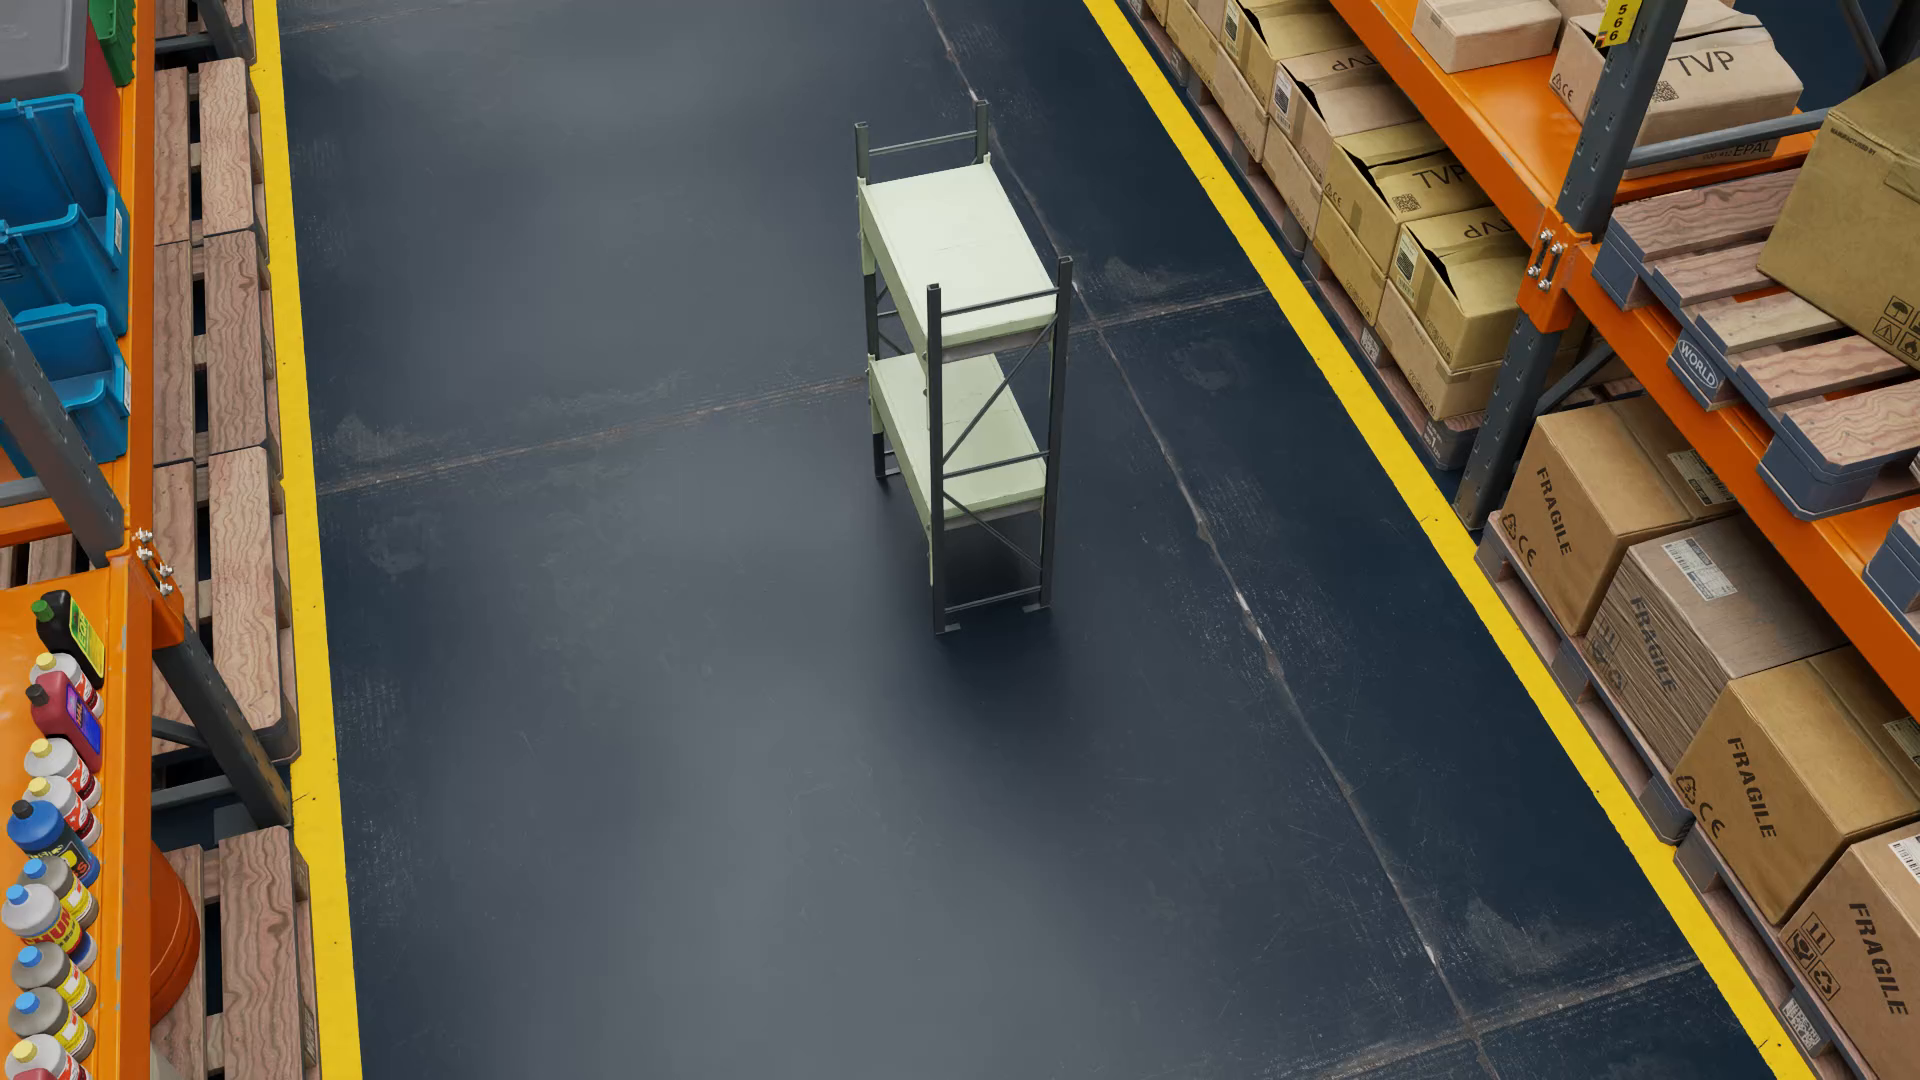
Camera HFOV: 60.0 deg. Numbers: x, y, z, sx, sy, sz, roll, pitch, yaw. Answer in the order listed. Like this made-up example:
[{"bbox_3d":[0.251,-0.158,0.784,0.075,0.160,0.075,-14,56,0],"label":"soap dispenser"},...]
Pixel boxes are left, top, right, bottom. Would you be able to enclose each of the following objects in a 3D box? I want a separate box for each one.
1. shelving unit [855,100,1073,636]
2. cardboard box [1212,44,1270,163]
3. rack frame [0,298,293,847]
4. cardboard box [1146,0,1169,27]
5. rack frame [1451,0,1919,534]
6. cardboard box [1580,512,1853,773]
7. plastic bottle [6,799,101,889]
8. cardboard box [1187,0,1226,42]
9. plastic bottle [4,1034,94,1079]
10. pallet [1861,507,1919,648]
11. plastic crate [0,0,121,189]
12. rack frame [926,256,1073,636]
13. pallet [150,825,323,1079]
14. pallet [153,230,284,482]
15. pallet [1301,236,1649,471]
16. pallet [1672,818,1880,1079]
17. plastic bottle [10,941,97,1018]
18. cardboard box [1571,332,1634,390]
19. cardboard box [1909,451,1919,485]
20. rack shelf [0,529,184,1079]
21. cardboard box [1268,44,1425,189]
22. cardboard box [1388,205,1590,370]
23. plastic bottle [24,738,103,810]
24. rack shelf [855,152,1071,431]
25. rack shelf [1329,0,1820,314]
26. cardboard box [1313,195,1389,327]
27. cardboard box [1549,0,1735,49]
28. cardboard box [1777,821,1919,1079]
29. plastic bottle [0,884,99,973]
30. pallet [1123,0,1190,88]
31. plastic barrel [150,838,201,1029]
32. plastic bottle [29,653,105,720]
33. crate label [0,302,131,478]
[{"bbox_3d":[-0.002,-0.488,5.181,0.431,1.500,0.755,-13,51,-11],"label":"shelving unit"},{"bbox_3d":[1.377,-1.845,6.867,0.500,0.250,0.500,-12,51,-10],"label":"cardboard box"},{"bbox_3d":[-2.510,-0.031,3.814,1.000,3.000,0.127,-13,51,-11],"label":"rack frame"},{"bbox_3d":[1.072,-2.595,7.499,0.500,0.250,0.500,-12,51,-10],"label":"cardboard box"},{"bbox_3d":[2.222,-1.148,4.756,1.000,3.000,0.127,-13,51,-11],"label":"rack frame"},{"bbox_3d":[2.244,0.294,4.888,0.500,0.500,0.500,-15,51,-12],"label":"cardboard box"},{"bbox_3d":[-1.841,0.608,3.359,0.097,0.271,0.097,0,50,0],"label":"plastic bottle"},{"bbox_3d":[1.221,-2.397,6.966,0.500,0.311,0.500,-15,51,-12],"label":"cardboard box"},{"bbox_3d":[-1.697,0.986,3.086,0.097,0.201,0.097,0,50,0],"label":"plastic bottle"},{"bbox_3d":[2.802,0.333,3.633,1.003,0.211,1.213,-13,51,-11],"label":"pallet"},{"bbox_3d":[-2.696,-1.301,4.843,0.402,0.464,0.583,-13,51,-11],"label":"plastic crate"},{"bbox_3d":[0.106,-0.221,4.955,0.400,1.500,0.023,-13,51,-11],"label":"rack frame"},{"bbox_3d":[-2.238,1.434,4.403,1.003,0.211,1.213,-13,51,-11],"label":"pallet"},{"bbox_3d":[-3.060,-0.596,6.115,1.003,0.211,1.213,-13,51,-11],"label":"pallet"},{"bbox_3d":[2.016,-0.860,6.337,1.003,0.211,1.213,-13,51,-11],"label":"pallet"},{"bbox_3d":[2.764,1.194,4.606,1.003,0.211,1.213,-13,51,-11],"label":"pallet"},{"bbox_3d":[-1.754,0.844,3.206,0.097,0.201,0.097,0,50,0],"label":"plastic bottle"},{"bbox_3d":[2.348,-0.846,6.025,0.500,0.250,0.500,-13,51,-11],"label":"cardboard box"},{"bbox_3d":[2.604,-0.170,3.592,0.700,0.500,0.500,-5,50,-4],"label":"cardboard box"},{"bbox_3d":[-1.919,1.661,2.858,1.077,0.370,4.000,-13,51,-11],"label":"rack shelf"},{"bbox_3d":[1.526,-1.653,6.338,0.500,0.311,0.500,-14,51,-11],"label":"cardboard box"},{"bbox_3d":[1.832,-0.905,5.708,0.500,0.311,0.500,-12,51,-10],"label":"cardboard box"},{"bbox_3d":[-1.898,0.489,3.506,0.097,0.201,0.097,0,50,0],"label":"plastic bottle"},{"bbox_3d":[-0.002,-0.740,4.882,0.431,0.370,0.720,-13,51,-11],"label":"rack shelf"},{"bbox_3d":[1.631,-2.377,6.263,1.077,0.370,4.000,-13,51,-11],"label":"rack shelf"},{"bbox_3d":[1.678,-1.102,6.241,0.500,0.250,0.500,-14,51,-11],"label":"cardboard box"},{"bbox_3d":[2.143,-1.817,5.378,0.500,0.311,0.500,-14,51,-11],"label":"cardboard box"},{"bbox_3d":[2.547,1.041,4.258,0.500,0.500,0.500,-15,51,-12],"label":"cardboard box"},{"bbox_3d":[-1.783,0.751,3.239,0.097,0.271,0.097,0,50,0],"label":"plastic bottle"},{"bbox_3d":[1.295,-2.642,7.839,1.003,0.211,1.213,-13,51,-11],"label":"pallet"},{"bbox_3d":[-2.350,0.886,4.186,0.600,0.830,0.708,-13,51,-11],"label":"plastic barrel"},{"bbox_3d":[-1.967,0.320,3.648,0.097,0.201,0.097,0,50,0],"label":"plastic bottle"},{"bbox_3d":[-2.277,-0.370,4.209,0.303,0.233,0.416,-13,51,-11],"label":"crate label"}]
